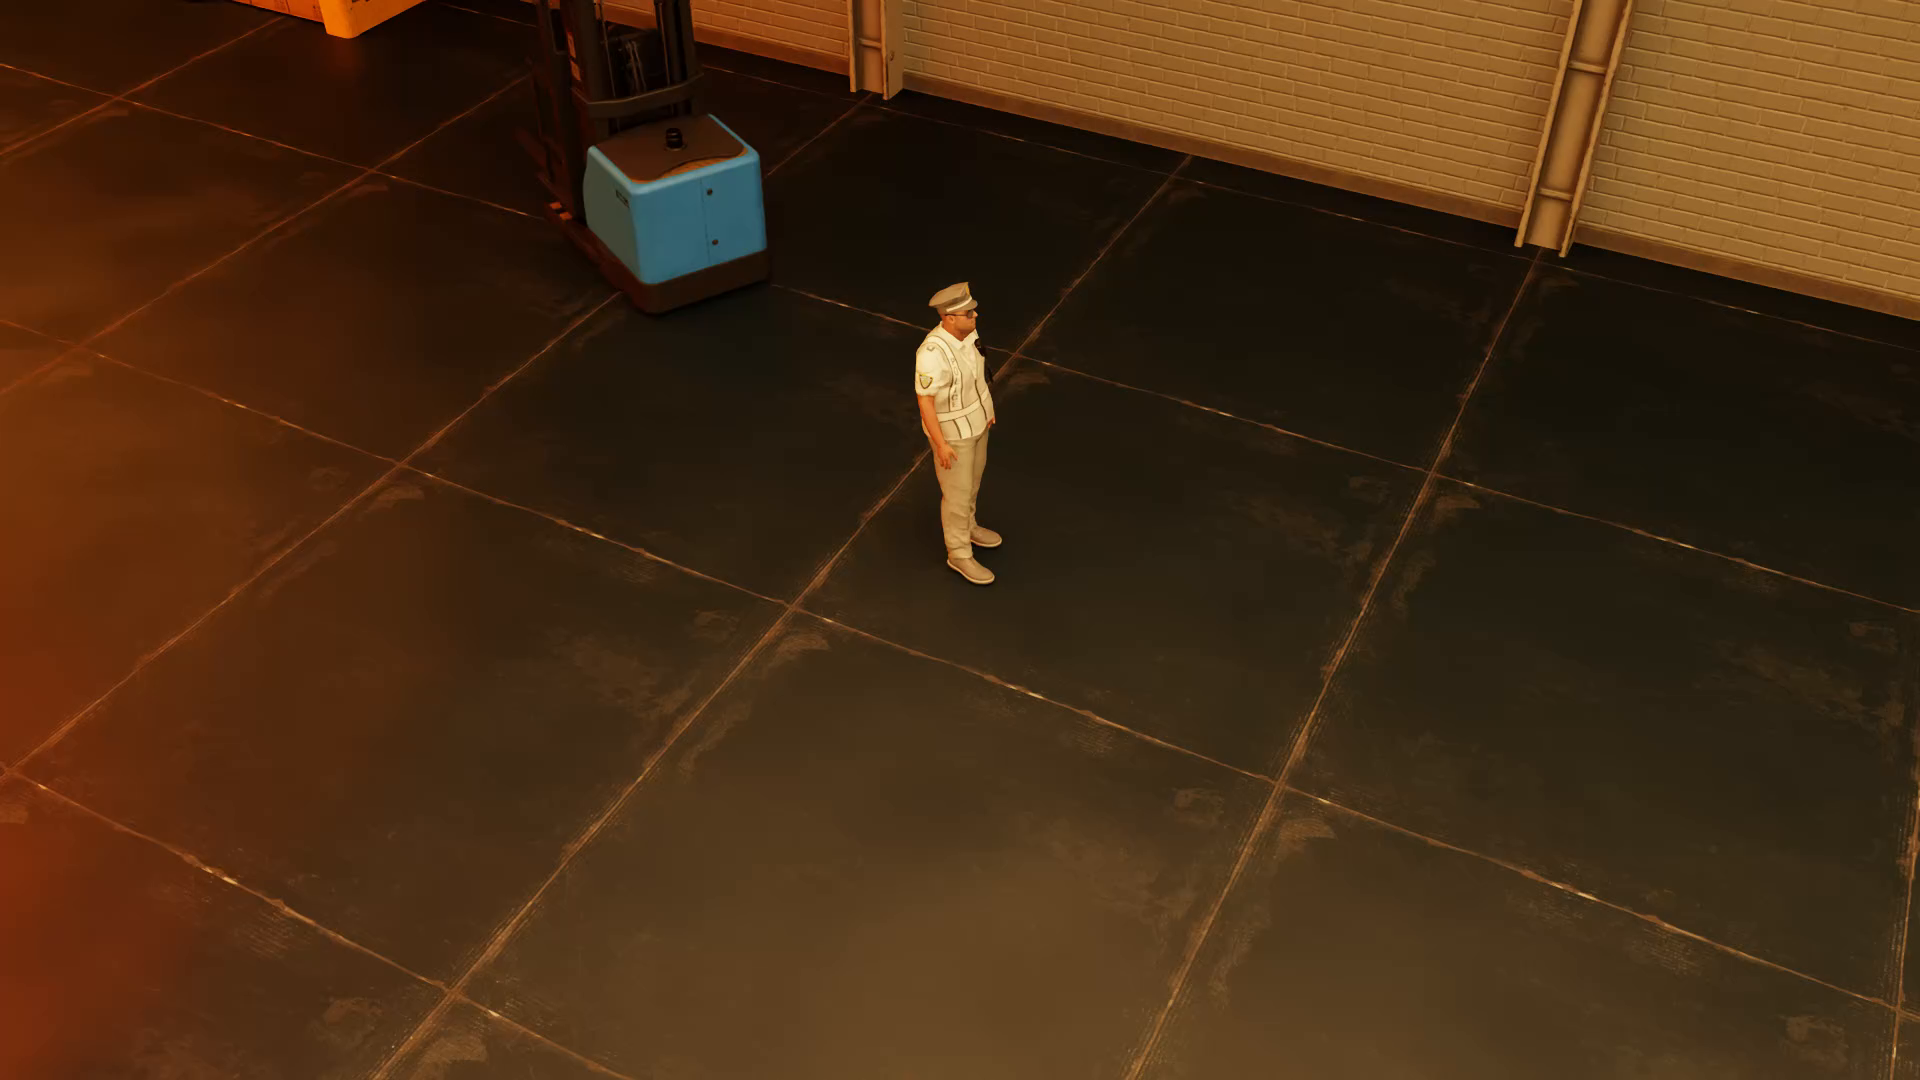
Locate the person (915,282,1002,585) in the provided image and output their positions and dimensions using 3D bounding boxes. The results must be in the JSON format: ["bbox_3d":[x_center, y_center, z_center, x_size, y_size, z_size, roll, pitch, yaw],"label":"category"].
[{"bbox_3d":[0.063,-0.653,9.651,0.575,1.770,0.640,18,43,21],"label":"person"}]

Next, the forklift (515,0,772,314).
[{"bbox_3d":[-2.644,-3.689,12.367,1.130,2.935,3.031,-23,45,-25],"label":"forklift"}]
